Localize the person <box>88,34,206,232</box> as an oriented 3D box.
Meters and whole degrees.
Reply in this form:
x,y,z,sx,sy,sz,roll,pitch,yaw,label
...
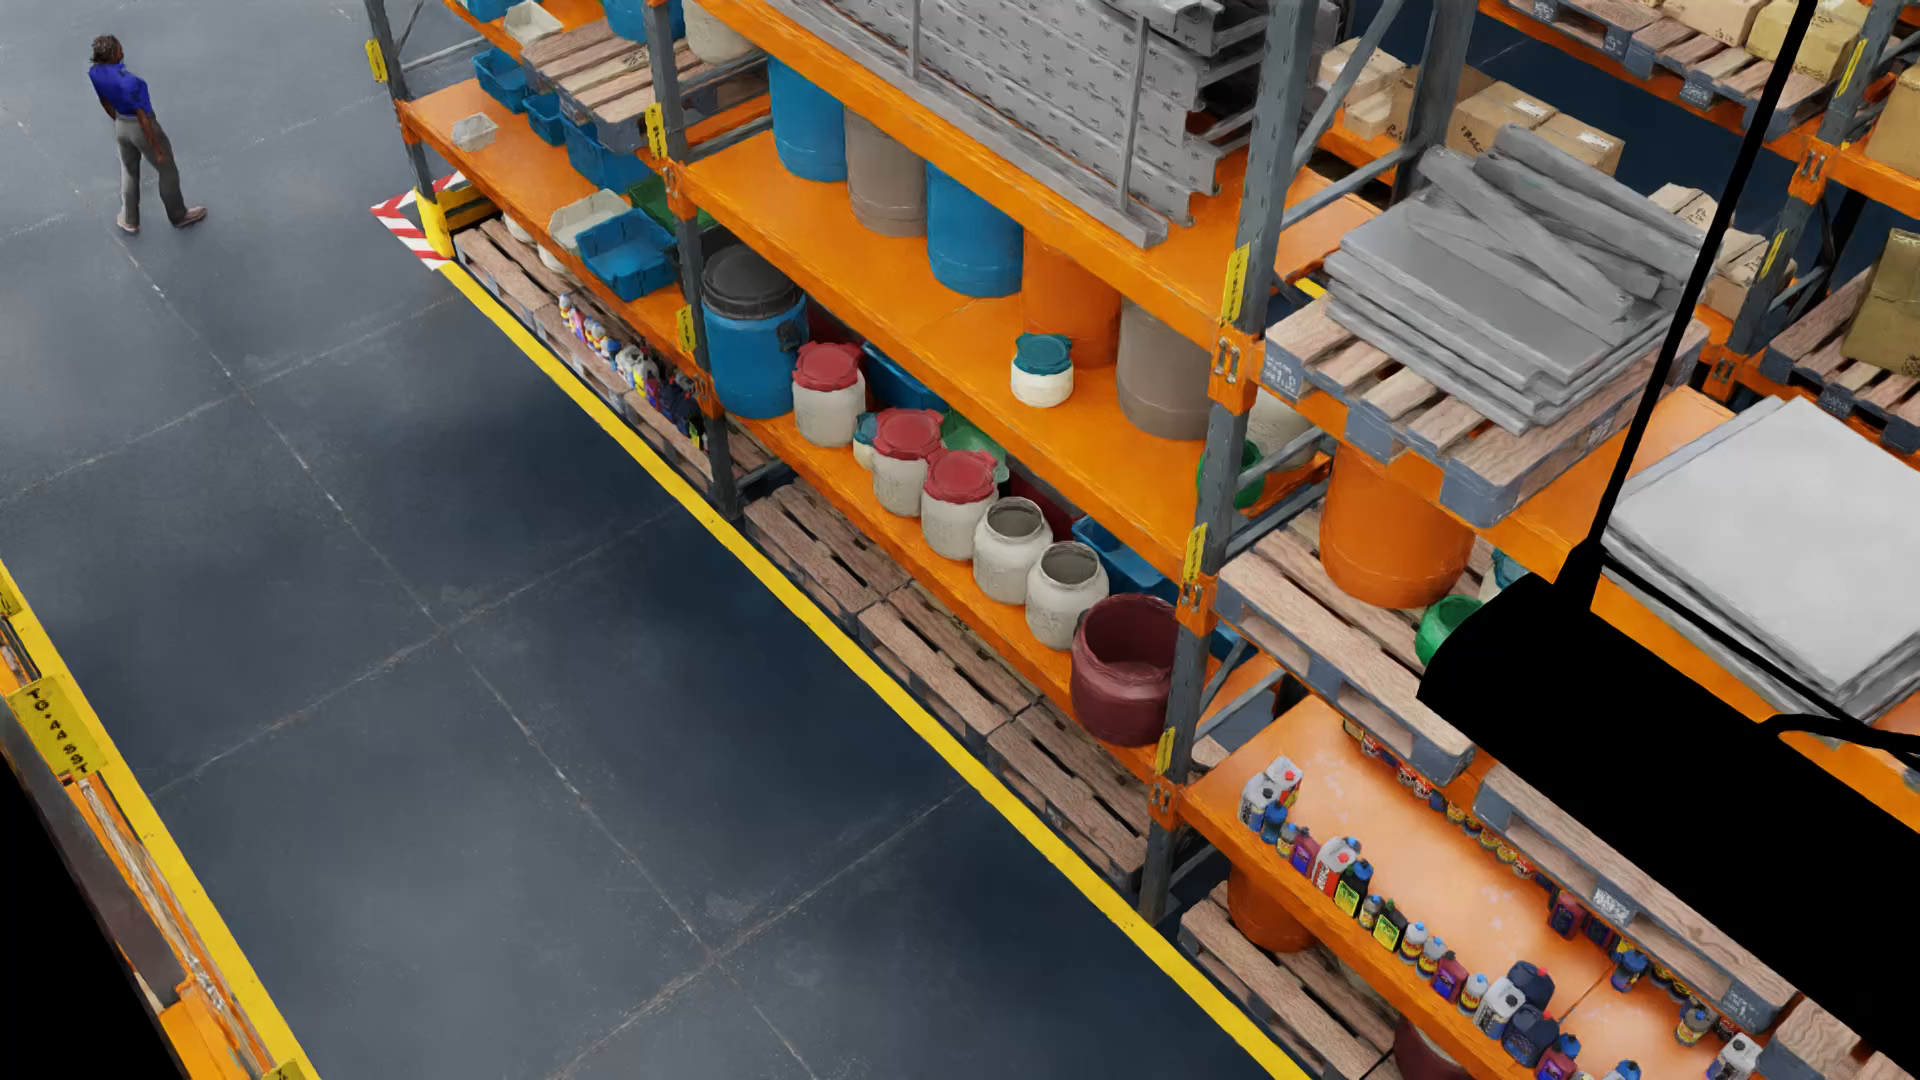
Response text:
x,y,z,sx,sy,sz,roll,pitch,yaw,label
-6.432,-3.134,12.829,0.663,1.650,0.494,15,48,13,person
